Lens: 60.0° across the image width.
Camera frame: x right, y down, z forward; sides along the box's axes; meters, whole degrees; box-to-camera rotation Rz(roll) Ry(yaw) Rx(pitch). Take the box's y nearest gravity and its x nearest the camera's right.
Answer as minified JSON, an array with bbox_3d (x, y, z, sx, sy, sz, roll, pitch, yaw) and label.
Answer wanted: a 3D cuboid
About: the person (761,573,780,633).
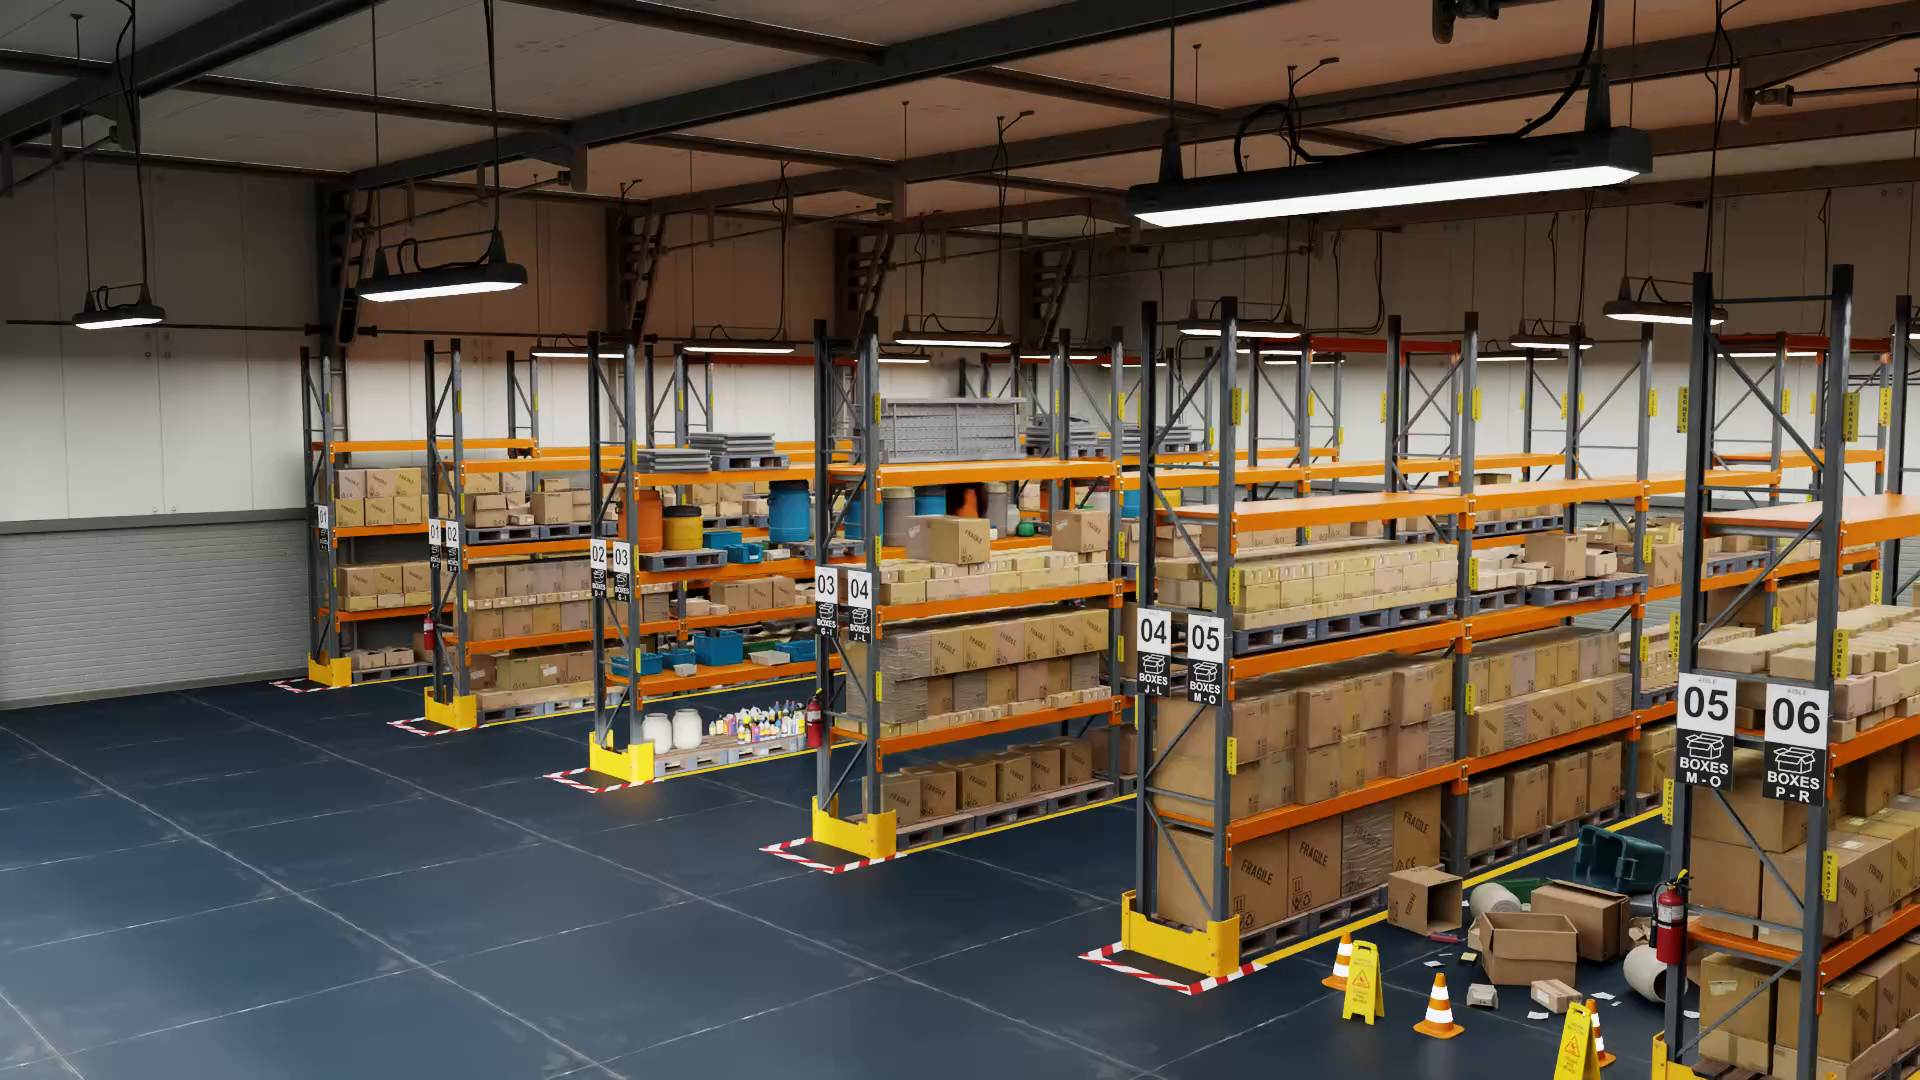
[{"bbox_3d":[-3.895,1.310,33.919,0.682,1.716,0.699,4,6,37],"label":"person"}]
